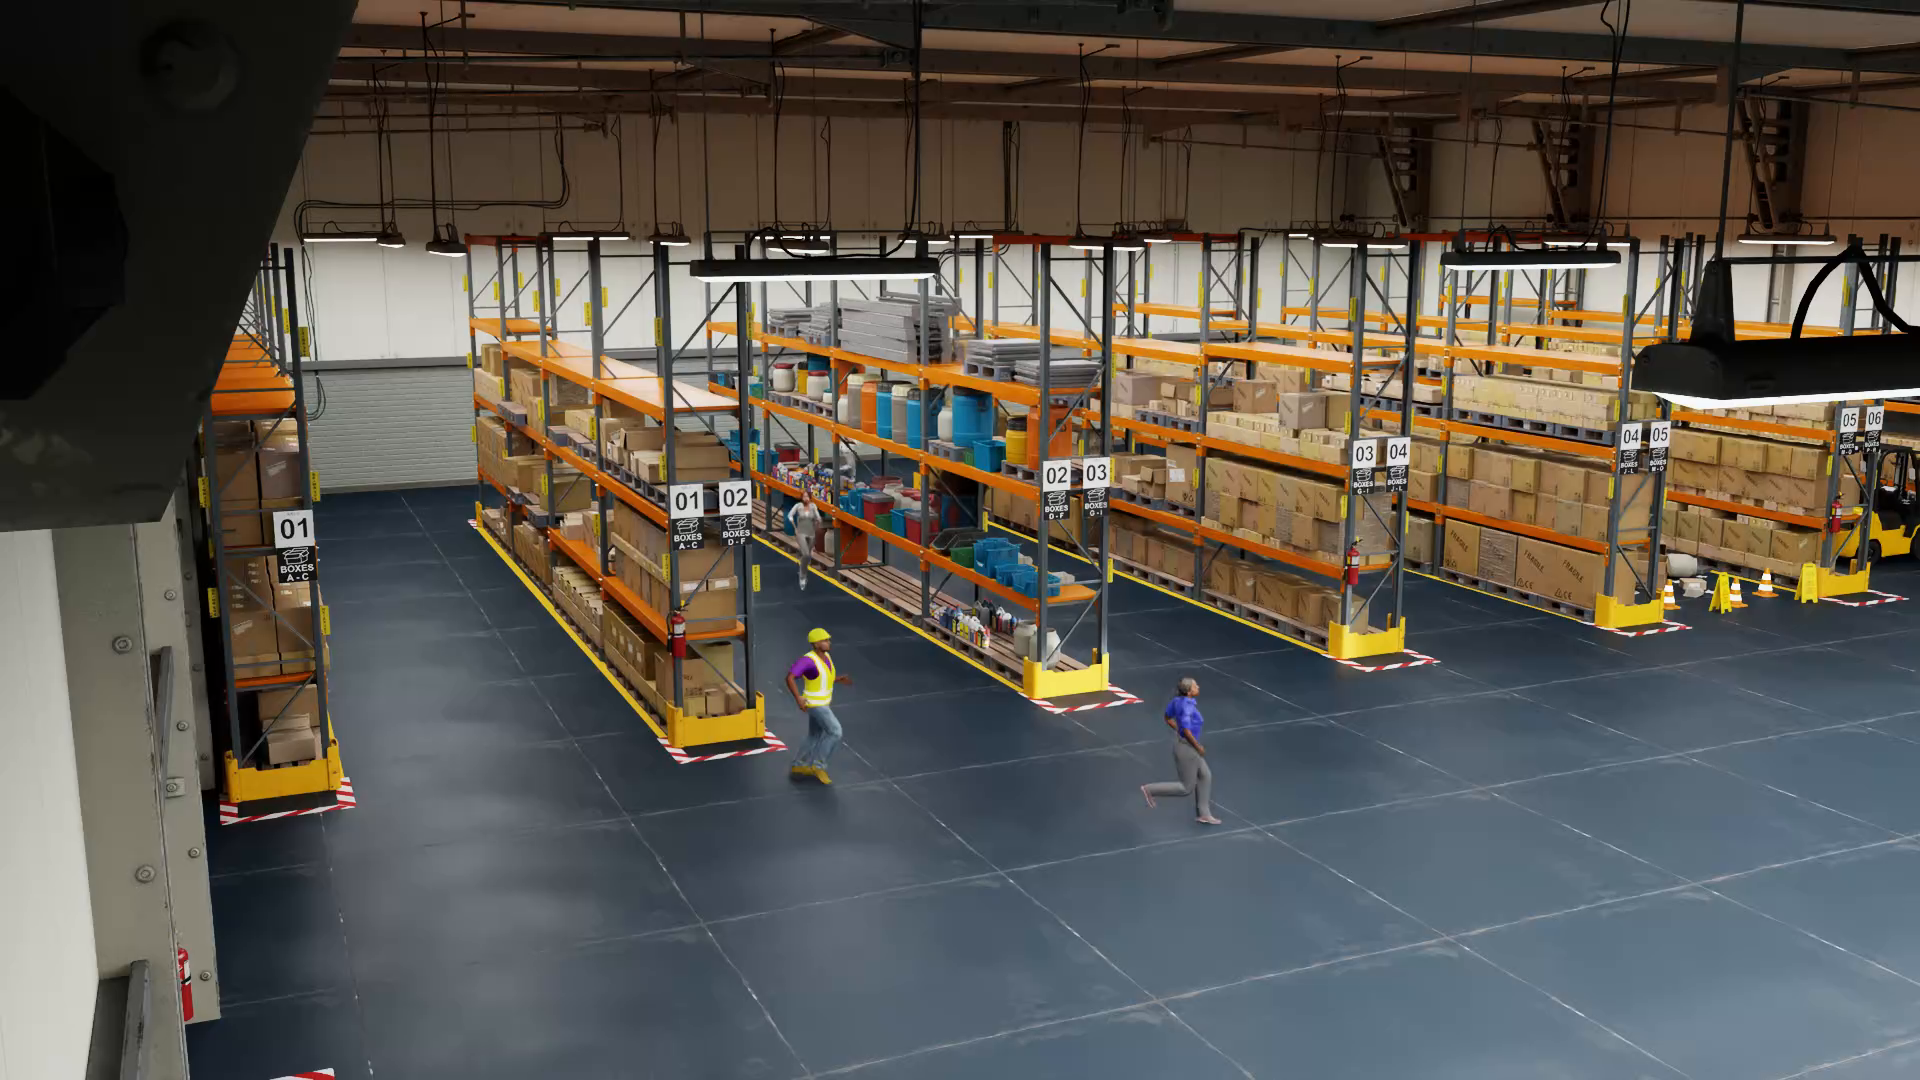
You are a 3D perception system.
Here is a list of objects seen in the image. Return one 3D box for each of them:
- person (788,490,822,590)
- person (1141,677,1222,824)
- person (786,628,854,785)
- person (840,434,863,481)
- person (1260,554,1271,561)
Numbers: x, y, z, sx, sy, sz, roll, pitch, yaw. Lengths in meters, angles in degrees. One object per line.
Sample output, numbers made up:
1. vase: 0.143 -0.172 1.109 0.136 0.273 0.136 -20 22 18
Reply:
1. person: -2.547 -0.013 27.649 0.507 1.669 0.672 -5 12 -24
2. person: 2.341 2.234 17.500 0.892 1.632 0.564 0 11 -1
3. person: -1.591 1.876 18.897 0.739 1.797 0.684 2 11 8
4. person: -2.697 -2.120 39.418 0.881 1.762 0.680 -5 12 -24
5. person: 5.634 -0.515 31.214 0.610 1.694 0.860 -5 12 -24
